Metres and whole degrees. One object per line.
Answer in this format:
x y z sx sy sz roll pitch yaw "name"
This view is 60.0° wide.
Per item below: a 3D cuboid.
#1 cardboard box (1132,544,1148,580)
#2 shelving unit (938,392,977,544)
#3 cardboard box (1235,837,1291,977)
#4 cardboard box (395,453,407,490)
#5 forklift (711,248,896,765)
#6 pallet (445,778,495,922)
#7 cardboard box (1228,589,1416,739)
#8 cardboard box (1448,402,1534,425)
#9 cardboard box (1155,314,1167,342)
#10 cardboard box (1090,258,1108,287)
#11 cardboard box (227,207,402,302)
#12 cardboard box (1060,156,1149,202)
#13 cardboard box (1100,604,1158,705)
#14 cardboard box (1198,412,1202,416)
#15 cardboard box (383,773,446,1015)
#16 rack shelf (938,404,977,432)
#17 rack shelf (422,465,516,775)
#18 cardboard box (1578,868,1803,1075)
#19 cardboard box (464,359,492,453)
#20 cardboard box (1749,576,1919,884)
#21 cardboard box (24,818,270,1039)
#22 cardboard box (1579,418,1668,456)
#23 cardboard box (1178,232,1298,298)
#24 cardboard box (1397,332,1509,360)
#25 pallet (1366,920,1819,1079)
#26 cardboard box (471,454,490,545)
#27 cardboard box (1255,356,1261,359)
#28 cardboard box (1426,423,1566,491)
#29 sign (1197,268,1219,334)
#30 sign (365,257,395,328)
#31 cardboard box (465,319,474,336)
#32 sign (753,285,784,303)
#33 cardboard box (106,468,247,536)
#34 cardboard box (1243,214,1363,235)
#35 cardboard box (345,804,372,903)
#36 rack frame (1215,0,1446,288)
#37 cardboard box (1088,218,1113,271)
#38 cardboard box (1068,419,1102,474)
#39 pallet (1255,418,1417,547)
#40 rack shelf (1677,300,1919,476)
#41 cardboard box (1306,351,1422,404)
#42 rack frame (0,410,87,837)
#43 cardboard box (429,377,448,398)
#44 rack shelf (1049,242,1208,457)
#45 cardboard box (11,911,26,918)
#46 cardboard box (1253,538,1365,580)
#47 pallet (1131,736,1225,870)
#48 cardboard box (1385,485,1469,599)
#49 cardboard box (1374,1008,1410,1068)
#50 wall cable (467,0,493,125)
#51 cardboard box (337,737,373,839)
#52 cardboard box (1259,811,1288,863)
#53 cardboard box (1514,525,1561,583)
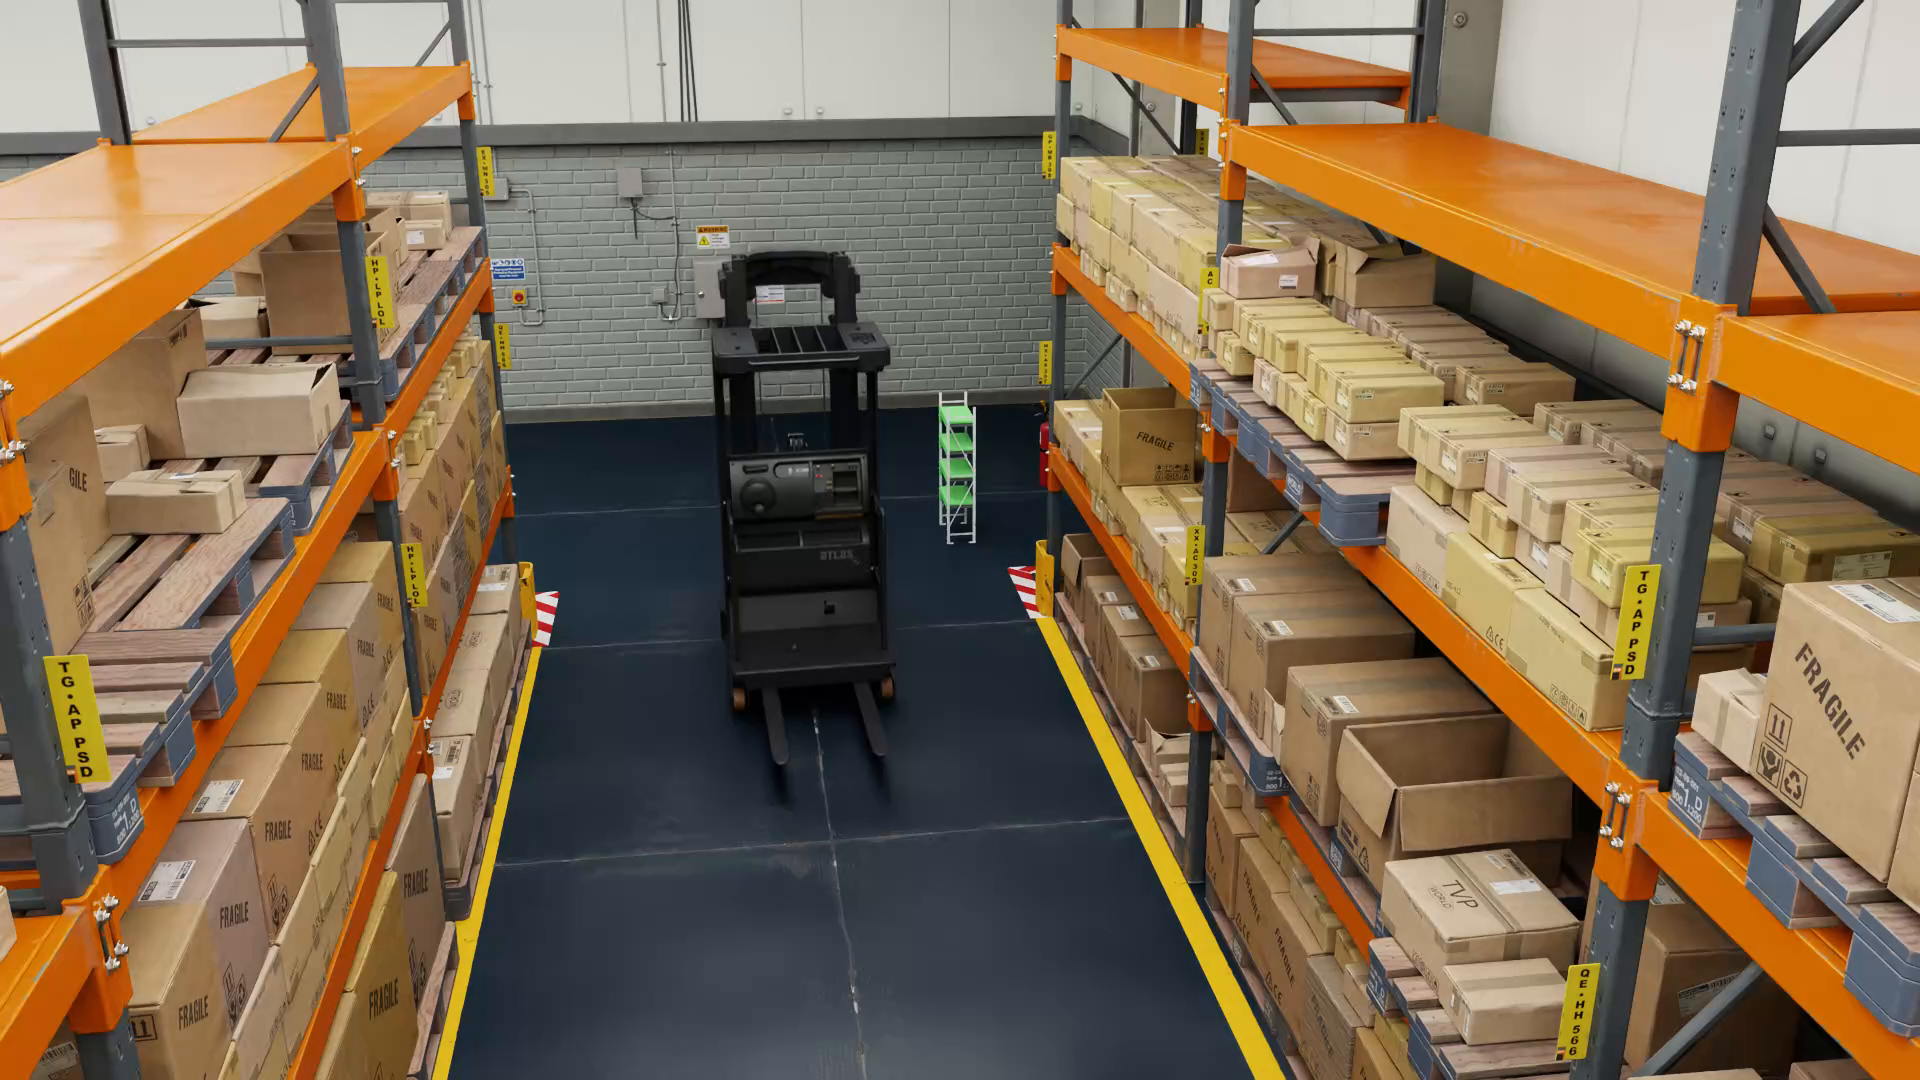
1.255 0.118 10.046 0.380 0.149 0.250 -3 21 -9 "cardboard box"
-0.024 -0.619 14.234 0.258 1.200 0.503 -3 21 -8 "shelving unit"
1.681 1.792 8.177 0.500 0.500 0.500 -3 21 -8 "cardboard box"
-3.006 -0.323 8.368 0.380 0.149 0.250 -3 21 -7 "cardboard box"
-1.046 -0.354 11.049 1.130 2.935 3.031 -4 21 -10 "forklift"
-3.196 1.746 9.314 1.003 0.211 1.213 -3 21 -8 "pallet"
1.670 0.570 7.735 0.700 0.500 0.500 -3 21 -7 "cardboard box"
2.135 -0.442 6.516 0.380 0.149 0.250 -3 21 -7 "cardboard box"
1.310 -1.205 9.303 0.380 0.149 0.250 -3 21 -8 "cardboard box"
1.049 -1.734 10.718 0.380 0.149 0.250 -3 21 -8 "cardboard box"
-3.390 -1.456 8.723 0.797 0.503 0.637 -1 21 -4 "cardboard box"
0.986 -2.472 11.409 0.500 0.250 0.500 -3 21 -8 "cardboard box"
1.227 0.747 10.975 0.500 0.500 0.500 -3 21 -7 "cardboard box"
1.499 -0.853 12.076 0.500 0.250 0.500 -2 21 -6 "cardboard box"
-2.996 1.716 7.845 0.875 0.875 0.875 -2 21 -6 "cardboard box"
-0.024 -1.009 14.088 0.258 0.148 0.480 -3 21 -8 "rack shelf"
-3.452 0.351 10.091 1.077 0.370 4.000 -3 21 -8 "rack shelf"
2.404 1.410 5.484 0.500 0.500 0.500 -2 21 -5 "cardboard box"
-3.331 -0.859 10.731 0.500 0.500 0.500 -3 21 -8 "cardboard box"
2.187 0.408 3.739 0.500 0.500 0.500 -3 21 -7 "cardboard box"
-2.498 1.222 5.159 0.500 0.500 0.500 -3 21 -8 "cardboard box"
2.388 -0.315 5.779 0.380 0.149 0.250 -3 21 -8 "cardboard box"
1.436 -1.416 8.582 0.500 0.250 0.500 -3 21 -8 "cardboard box"
2.050 -0.760 6.943 0.380 0.149 0.250 -4 21 -9 "cardboard box"
2.157 1.699 5.729 1.213 0.211 1.003 -3 21 -8 "pallet"
-3.268 -0.219 10.447 0.500 0.500 0.500 -2 21 -6 "cardboard box"
1.533 -0.778 7.416 0.380 0.149 0.250 -3 21 -7 "cardboard box"
1.833 -0.287 5.704 0.380 0.149 0.250 -3 21 -9 "cardboard box"
1.211 -1.162 8.089 0.100 0.325 0.005 -3 21 -8 "sign"
-2.629 -1.119 7.523 0.100 0.325 0.005 -3 21 -8 "sign"
-3.491 -1.383 11.207 0.380 0.149 0.250 -3 21 -7 "cardboard box"
-2.018 -2.737 17.466 0.329 0.494 0.001 -3 21 -8 "sign"
-2.743 -0.138 5.821 0.380 0.166 0.250 -1 21 -3 "cardboard box"
1.867 -1.618 9.122 0.500 0.250 0.500 -3 21 -9 "cardboard box"
-2.724 1.272 6.813 0.500 0.250 0.500 -3 21 -9 "cardboard box"
1.747 -2.355 7.735 1.000 3.000 0.127 -3 21 -8 "rack frame"
1.119 -1.884 10.549 0.500 0.250 0.500 -4 21 -9 "cardboard box"
1.042 -0.654 11.542 0.500 0.250 0.500 -3 21 -7 "cardboard box"
1.924 -0.274 6.717 1.213 0.211 1.003 -3 21 -8 "pallet"
2.612 0.247 2.369 1.077 0.370 4.000 -3 21 -8 "rack shelf"
1.610 -0.647 6.639 0.380 0.149 0.250 -3 21 -7 "cardboard box"
-2.588 -0.719 3.353 1.000 3.000 0.127 -3 21 -8 "rack frame"
-3.233 -0.852 9.786 0.380 0.149 0.250 -2 21 -6 "cardboard box"
1.459 -1.305 10.240 1.077 0.370 4.000 -3 21 -8 "rack shelf"
-2.921 1.411 4.654 0.500 0.500 0.500 -3 21 -9 "cardboard box"
1.943 0.201 9.254 0.500 0.250 0.500 -3 21 -8 "cardboard box"
1.649 1.524 9.909 1.003 0.211 1.213 -3 21 -8 "pallet"
1.864 -0.007 5.951 0.500 0.250 0.500 -3 21 -8 "cardboard box"
1.908 1.986 6.731 0.380 0.149 0.250 -3 21 -9 "cardboard box"
-4.840 -5.444 16.004 0.463 3.000 0.029 -3 21 -8 "wall cable"
-2.700 1.035 6.732 0.500 0.250 0.500 -2 21 -6 "cardboard box"
1.700 1.444 8.184 0.380 0.149 0.250 -4 21 -11 "cardboard box"
2.004 0.025 5.294 0.380 0.149 0.250 -2 21 -7 "cardboard box"
